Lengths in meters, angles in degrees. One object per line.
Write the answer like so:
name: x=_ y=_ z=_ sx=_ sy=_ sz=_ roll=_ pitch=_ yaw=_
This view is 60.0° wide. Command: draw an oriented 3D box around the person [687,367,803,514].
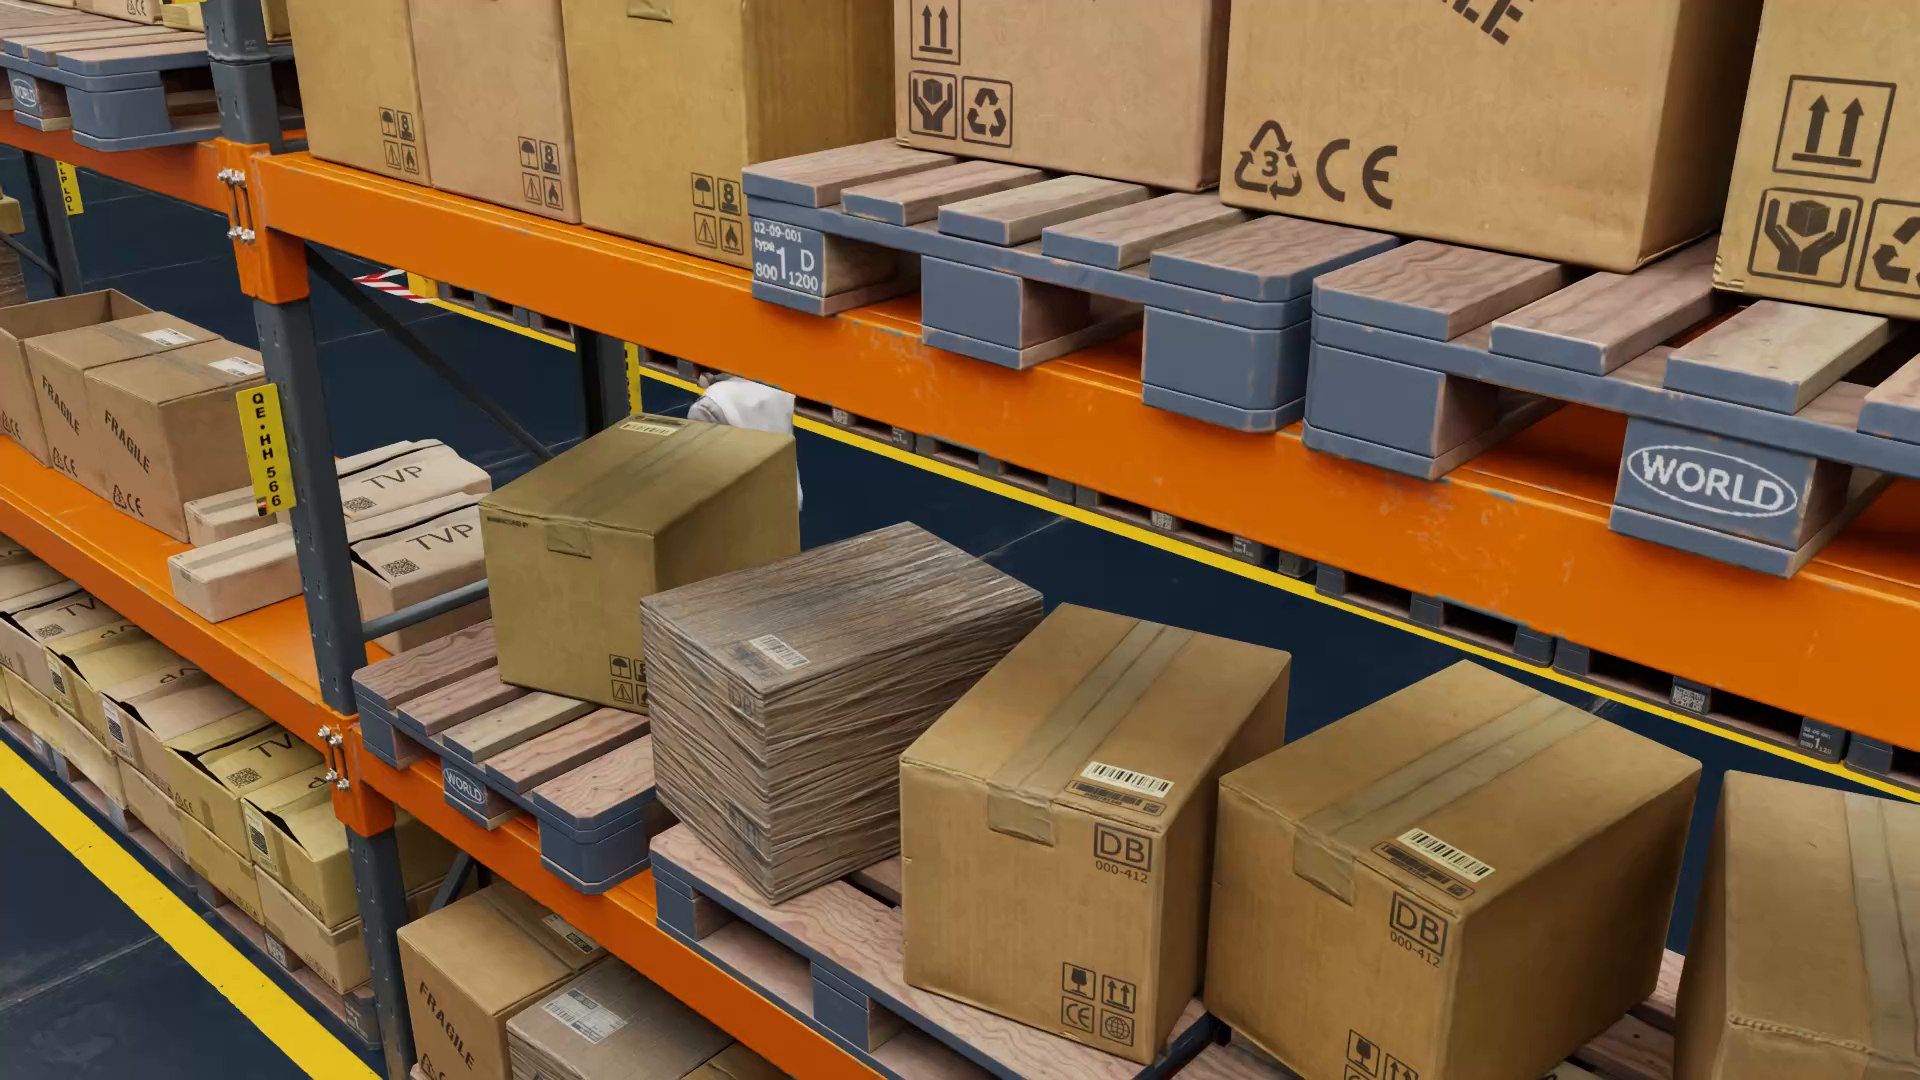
person: x=-0.907 y=-0.108 z=6.862 sx=0.427 sy=1.743 sz=0.549 roll=21 pitch=31 yaw=39
